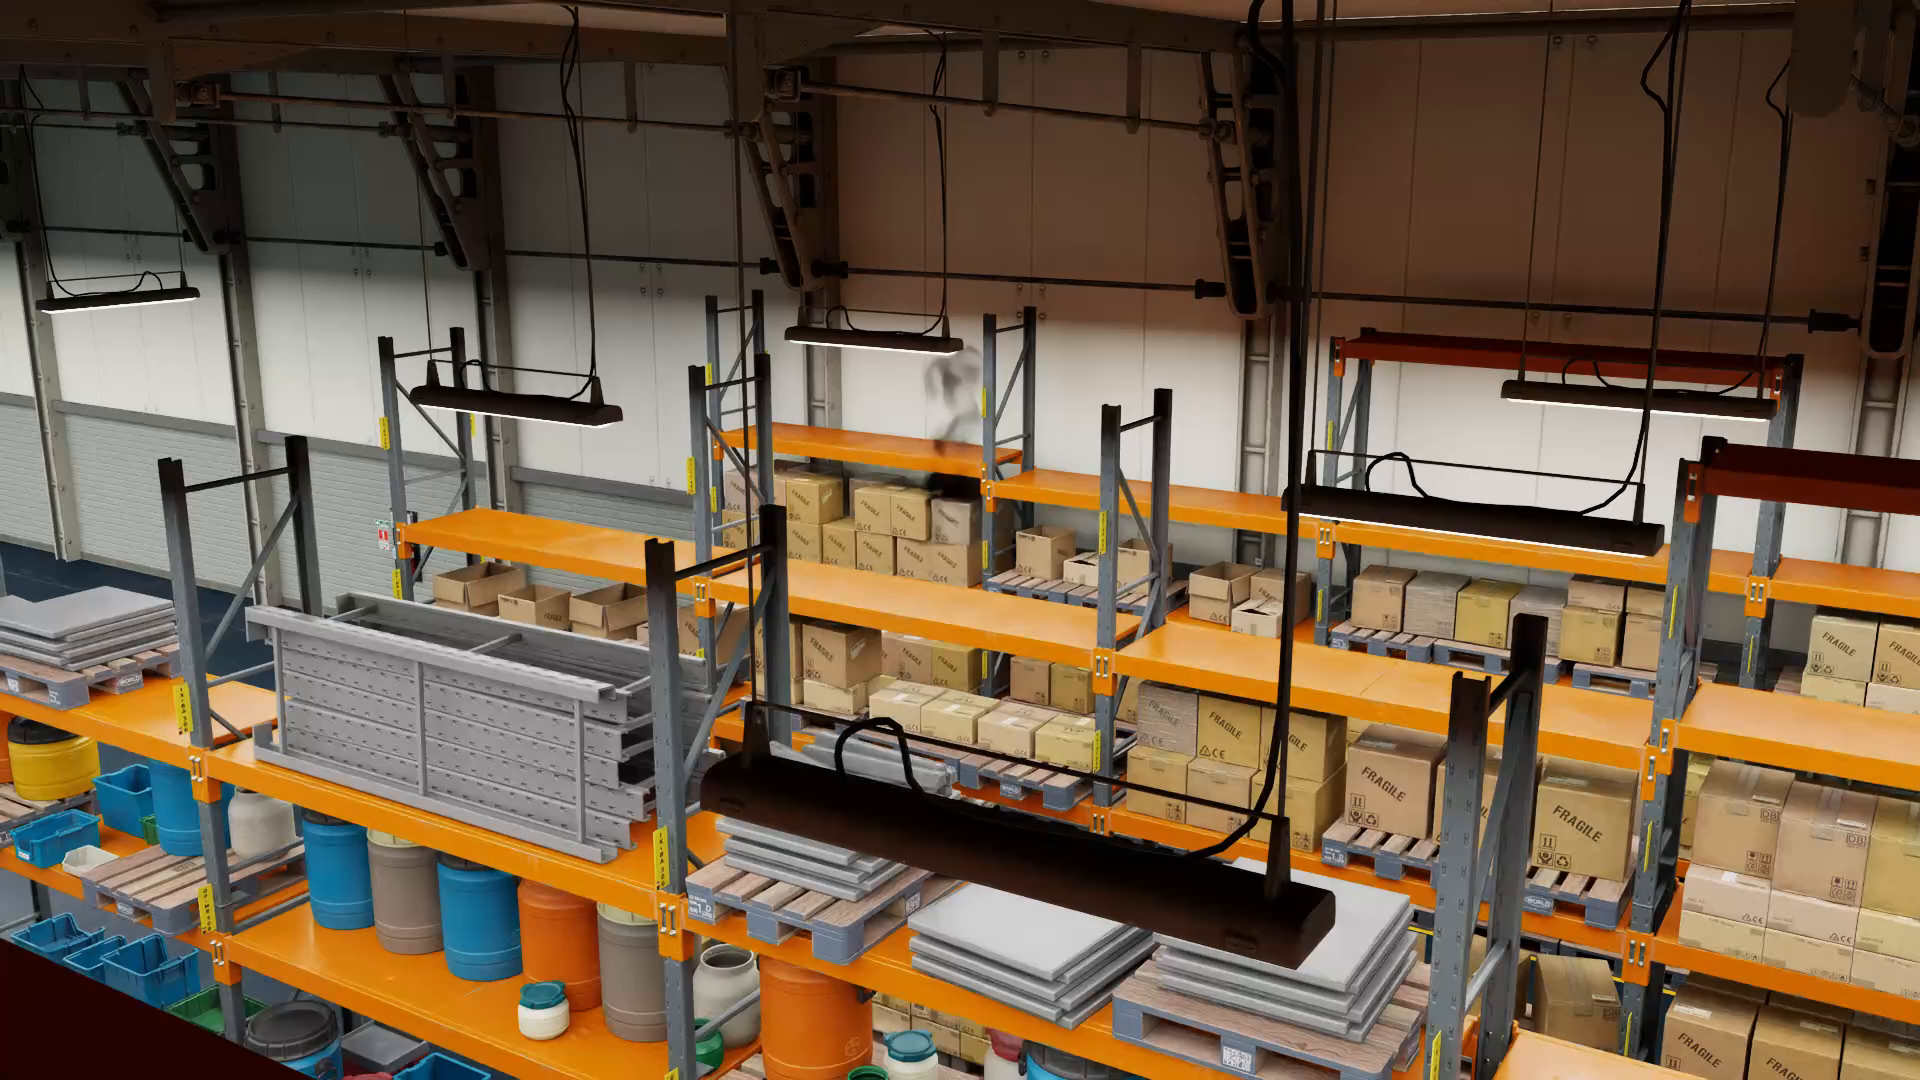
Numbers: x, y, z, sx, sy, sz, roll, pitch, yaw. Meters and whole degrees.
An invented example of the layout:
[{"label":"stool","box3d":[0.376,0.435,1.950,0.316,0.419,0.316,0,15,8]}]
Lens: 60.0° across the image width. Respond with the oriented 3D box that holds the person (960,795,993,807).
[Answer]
[{"label":"person","box3d":[0.174,3.030,17.607,0.521,1.660,0.616,7,15,25]}]
